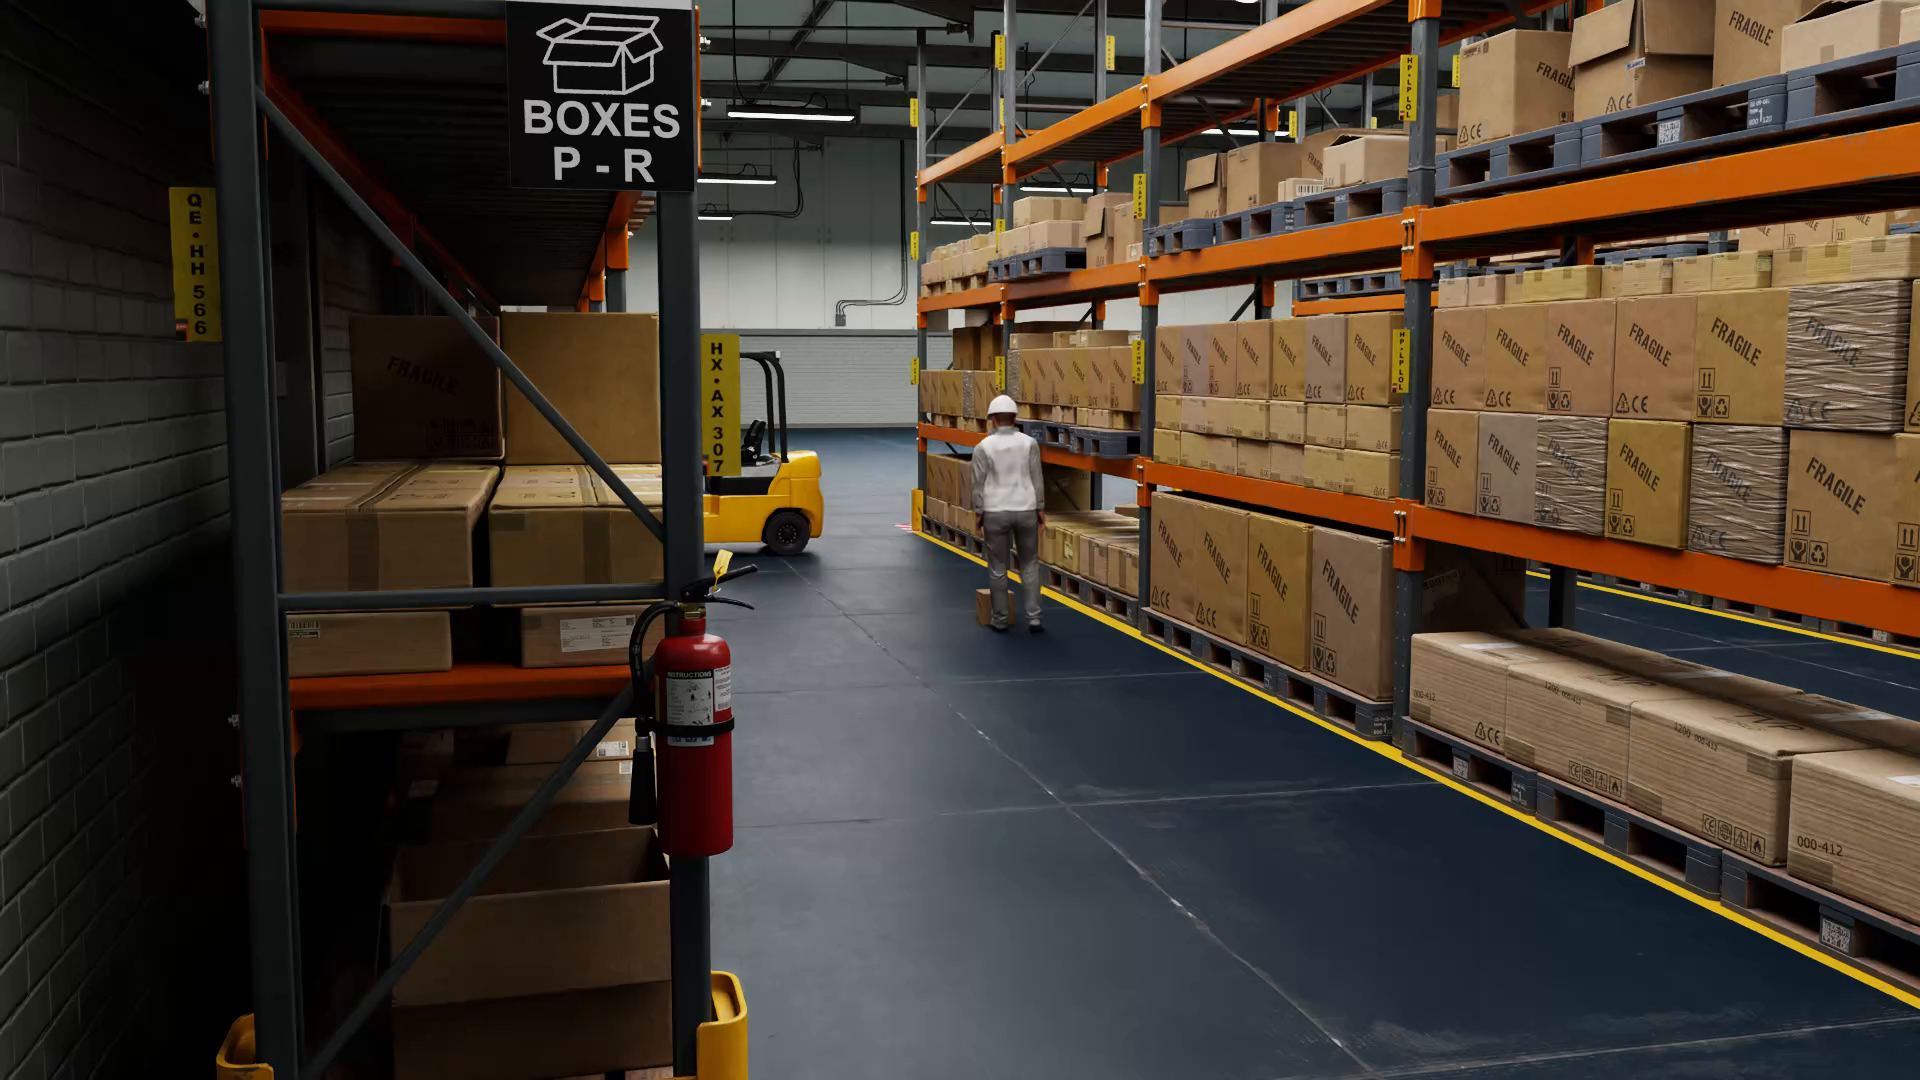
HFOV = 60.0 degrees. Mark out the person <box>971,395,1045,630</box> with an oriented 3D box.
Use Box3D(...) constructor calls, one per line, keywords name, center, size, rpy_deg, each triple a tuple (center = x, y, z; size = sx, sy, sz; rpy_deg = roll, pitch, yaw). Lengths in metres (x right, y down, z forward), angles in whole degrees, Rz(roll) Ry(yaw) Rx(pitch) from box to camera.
Box3D(name="person", center=(0.365, -0.183, 12.579), size=(0.596, 1.820, 0.476), rpy_deg=(-1, 6, -8))
